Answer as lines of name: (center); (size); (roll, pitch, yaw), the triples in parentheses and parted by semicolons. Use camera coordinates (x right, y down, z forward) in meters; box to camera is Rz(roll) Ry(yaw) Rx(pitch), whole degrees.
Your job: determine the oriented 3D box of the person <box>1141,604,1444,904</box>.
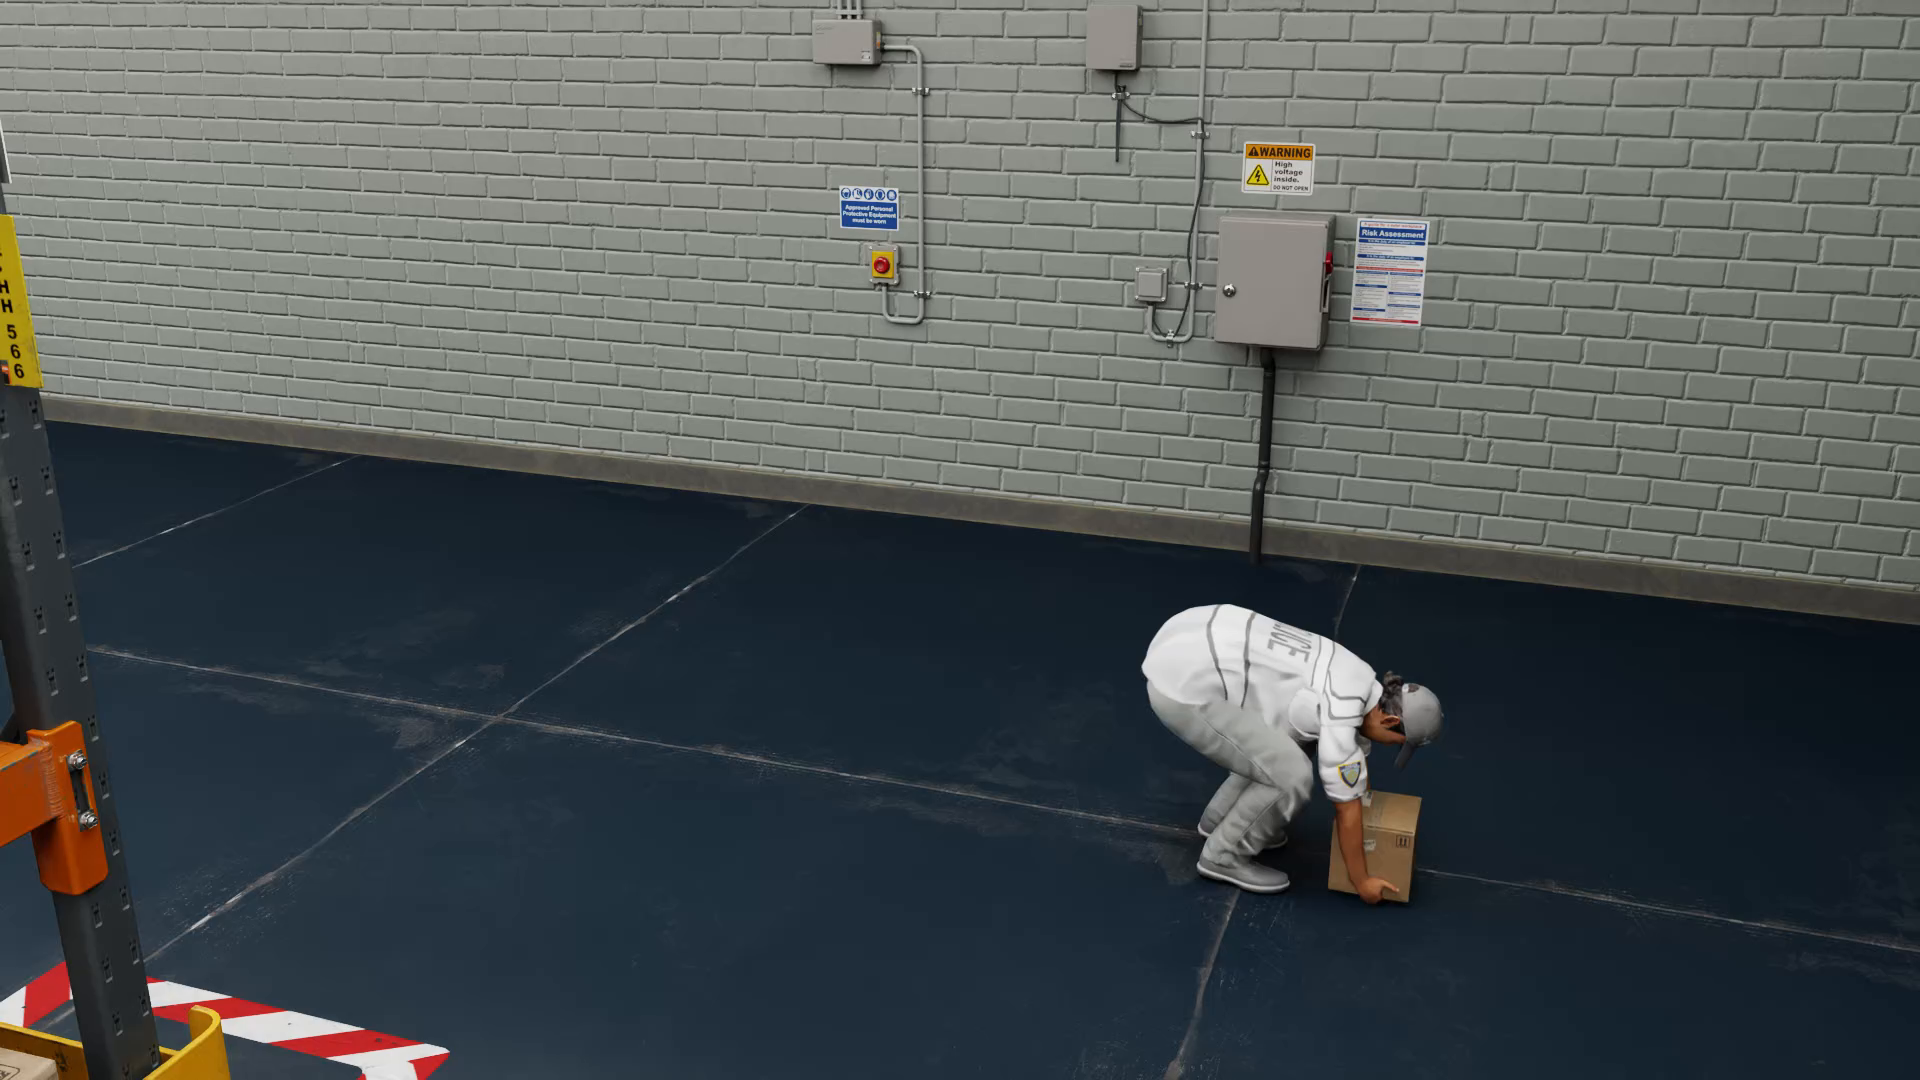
person: (1.052, 0.664, 5.339); (0.938, 0.874, 0.514); (5, 20, 16)
